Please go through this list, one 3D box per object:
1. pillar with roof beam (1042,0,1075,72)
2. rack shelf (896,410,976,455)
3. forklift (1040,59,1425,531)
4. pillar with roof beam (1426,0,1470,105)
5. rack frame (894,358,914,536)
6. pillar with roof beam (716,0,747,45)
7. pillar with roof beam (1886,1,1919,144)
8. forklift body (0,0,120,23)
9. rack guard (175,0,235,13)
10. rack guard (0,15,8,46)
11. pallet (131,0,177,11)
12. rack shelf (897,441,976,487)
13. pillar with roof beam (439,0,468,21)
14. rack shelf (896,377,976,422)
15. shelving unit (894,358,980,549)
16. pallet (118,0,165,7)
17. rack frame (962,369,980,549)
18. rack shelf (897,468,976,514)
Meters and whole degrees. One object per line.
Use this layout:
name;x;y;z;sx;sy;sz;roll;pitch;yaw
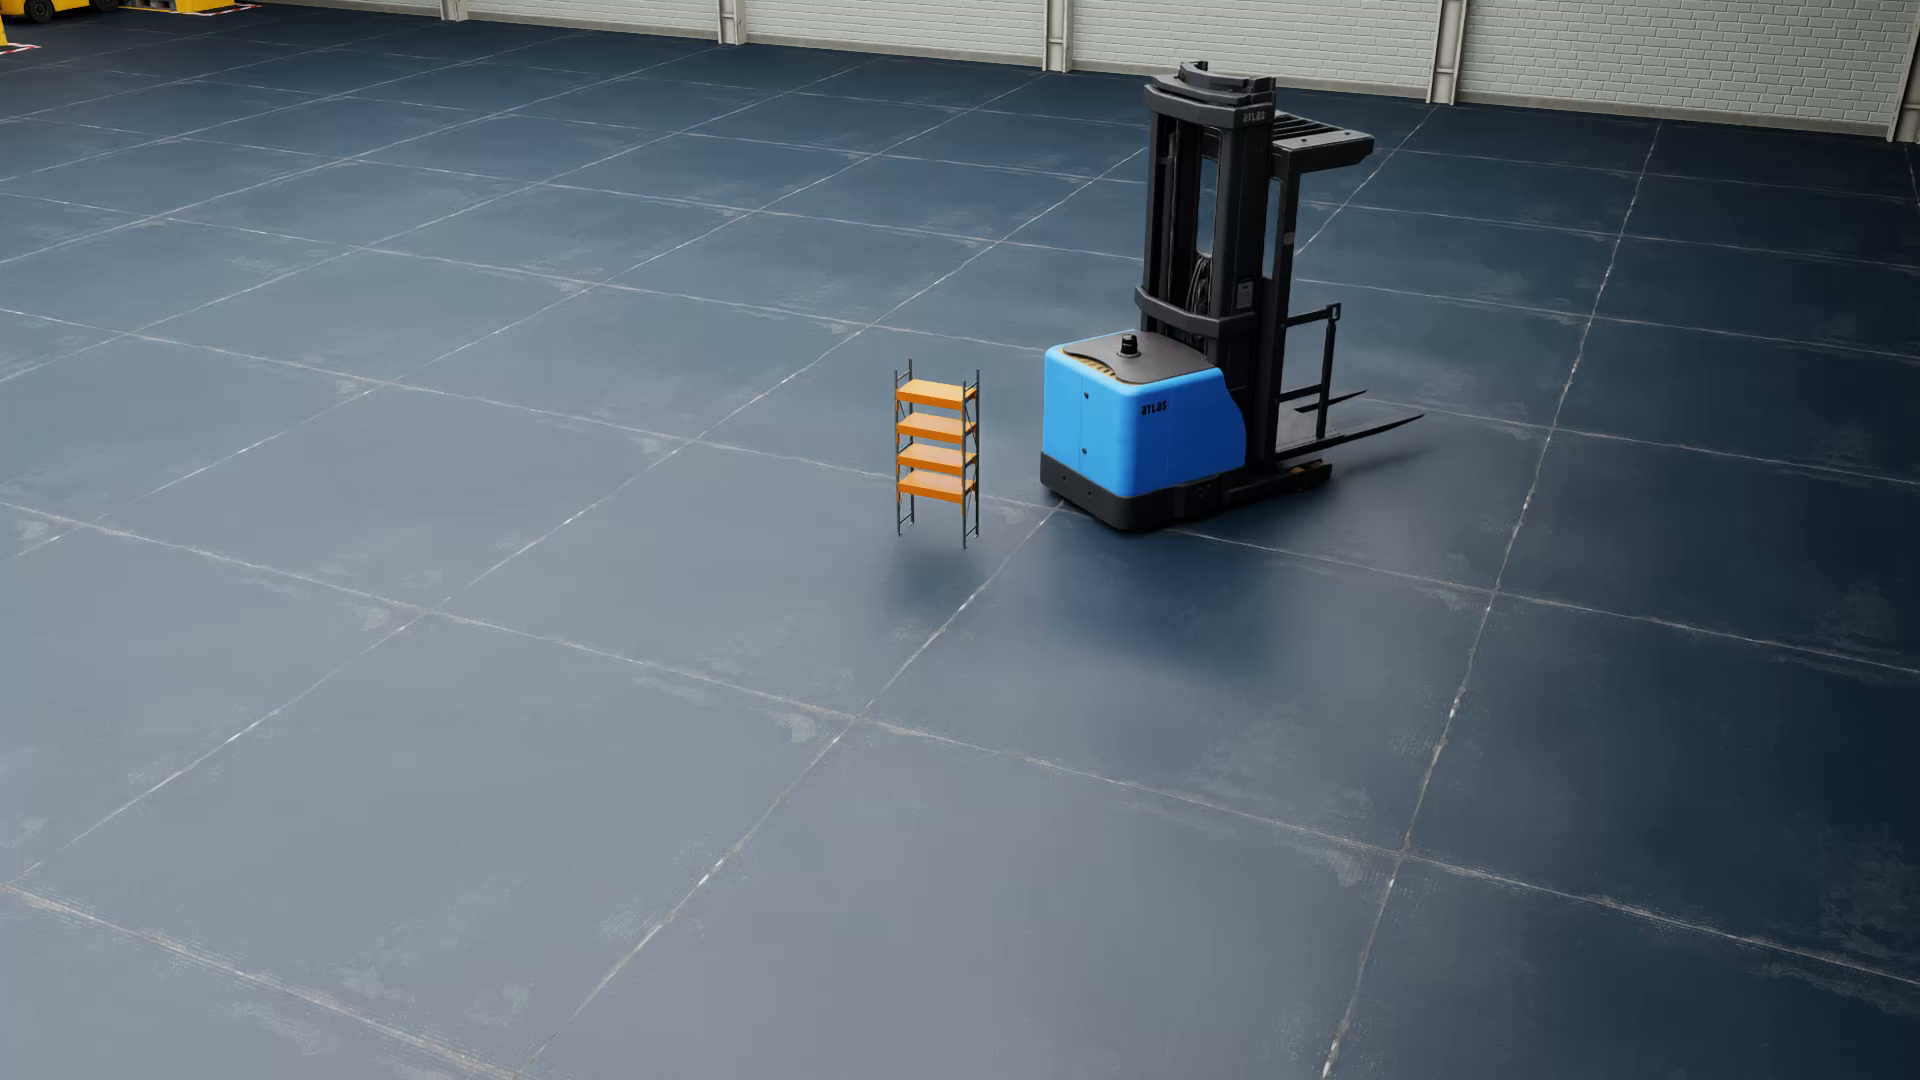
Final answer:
pillar with roof beam;-0.233;-9.782;20.930;0.400;9.000;9.100;11;28;22
rack shelf;-0.151;-0.709;10.977;0.480;0.148;0.258;11;28;22
forklift;2.097;-1.851;11.691;3.031;2.935;1.130;-15;30;-28
pillar with roof beam;5.229;-8.685;18.702;0.400;9.000;9.100;11;28;22
rack frame;-0.373;-0.613;11.137;0.015;1.200;0.240;11;28;22
pillar with roof beam;-5.695;-10.879;23.158;0.400;9.000;9.100;11;28;22
pillar with roof beam;10.691;-7.588;16.474;0.400;9.000;9.100;11;28;22
forklift body;-17.057;-10.855;30.863;1.214;2.155;2.313;11;28;22
rack guard;-14.554;-10.497;32.004;0.348;0.500;1.175;11;28;22
rack guard;-16.696;-8.519;27.986;0.348;0.500;1.175;11;28;22
pallet;-15.289;-10.495;32.327;1.213;0.211;1.003;11;28;22
rack shelf;-0.151;-0.508;11.076;0.480;0.148;0.258;11;28;22
pillar with roof beam;-11.156;-11.976;25.386;0.400;9.000;9.100;11;28;22
rack shelf;-0.151;-0.921;10.873;0.480;0.148;0.258;11;28;22
shelving unit;-0.151;-0.569;11.046;0.503;1.200;0.258;11;28;22
pallet;-16.396;-10.718;32.781;1.213;0.211;1.003;11;28;22
rack frame;0.071;-0.524;10.956;0.015;1.200;0.240;11;28;22
rack shelf;-0.151;-0.330;11.164;0.480;0.148;0.258;11;28;22
